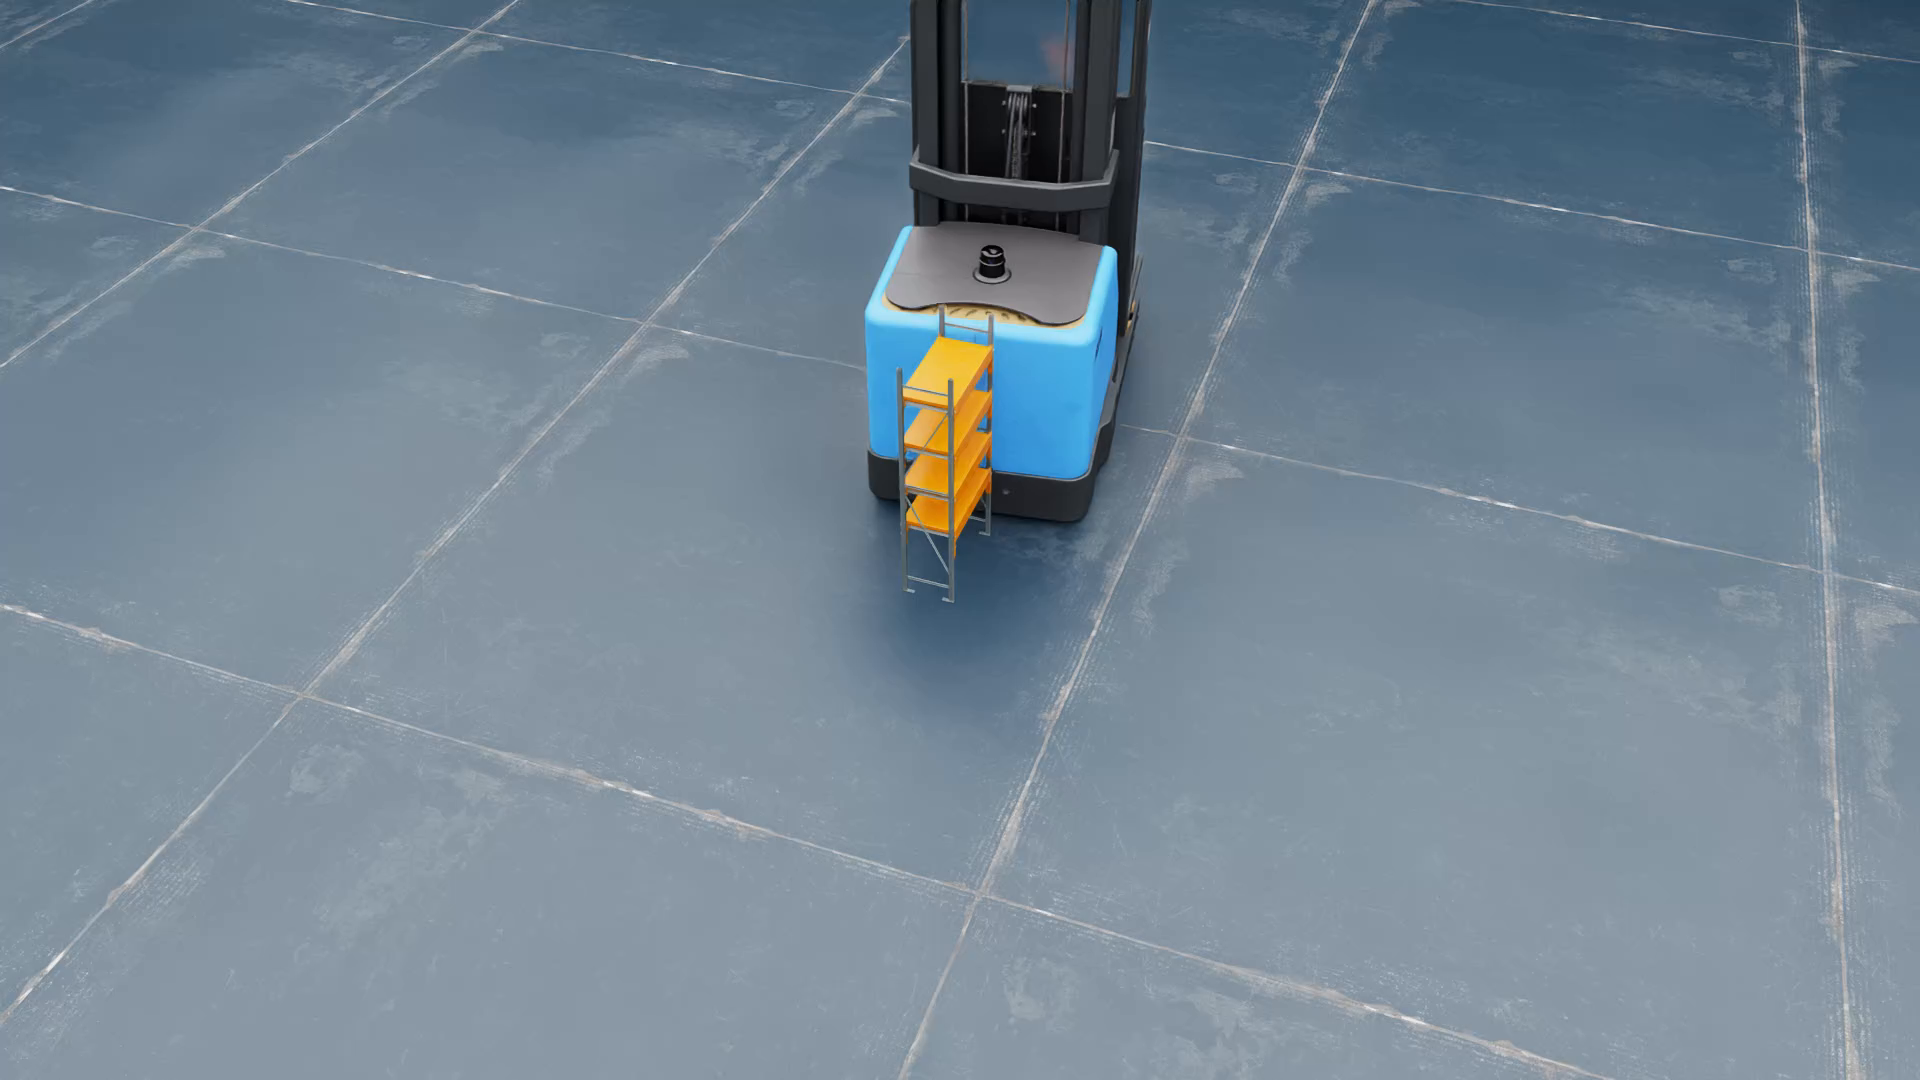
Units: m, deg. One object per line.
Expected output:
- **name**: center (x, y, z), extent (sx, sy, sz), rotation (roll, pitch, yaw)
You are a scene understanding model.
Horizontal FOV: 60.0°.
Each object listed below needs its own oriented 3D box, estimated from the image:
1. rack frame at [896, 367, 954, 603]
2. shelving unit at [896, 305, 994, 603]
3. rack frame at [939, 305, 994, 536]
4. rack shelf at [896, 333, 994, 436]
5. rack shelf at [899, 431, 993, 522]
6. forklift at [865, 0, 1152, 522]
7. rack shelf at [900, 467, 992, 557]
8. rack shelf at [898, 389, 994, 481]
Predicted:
- **rack frame**: center (-0.140, -0.207, 7.021), extent (0.240, 1.200, 0.015), rotation (13, 42, 15)
- **shelving unit**: center (-0.057, -0.355, 7.196), extent (0.258, 1.200, 0.503), rotation (13, 42, 15)
- **rack frame**: center (0.027, -0.504, 7.370), extent (0.240, 1.200, 0.015), rotation (13, 42, 15)
- **rack shelf**: center (-0.057, -0.654, 6.941), extent (0.258, 0.148, 0.480), rotation (13, 42, 15)
- **rack shelf**: center (-0.057, -0.304, 7.240), extent (0.258, 0.148, 0.480), rotation (13, 42, 15)
- **forklift**: center (0.364, -2.163, 7.981), extent (1.130, 2.935, 3.031), rotation (7, 41, 9)
- **rack shelf**: center (-0.057, -0.153, 7.368), extent (0.258, 0.148, 0.480), rotation (13, 42, 15)
- **rack shelf**: center (-0.057, -0.474, 7.094), extent (0.258, 0.148, 0.480), rotation (13, 42, 15)
